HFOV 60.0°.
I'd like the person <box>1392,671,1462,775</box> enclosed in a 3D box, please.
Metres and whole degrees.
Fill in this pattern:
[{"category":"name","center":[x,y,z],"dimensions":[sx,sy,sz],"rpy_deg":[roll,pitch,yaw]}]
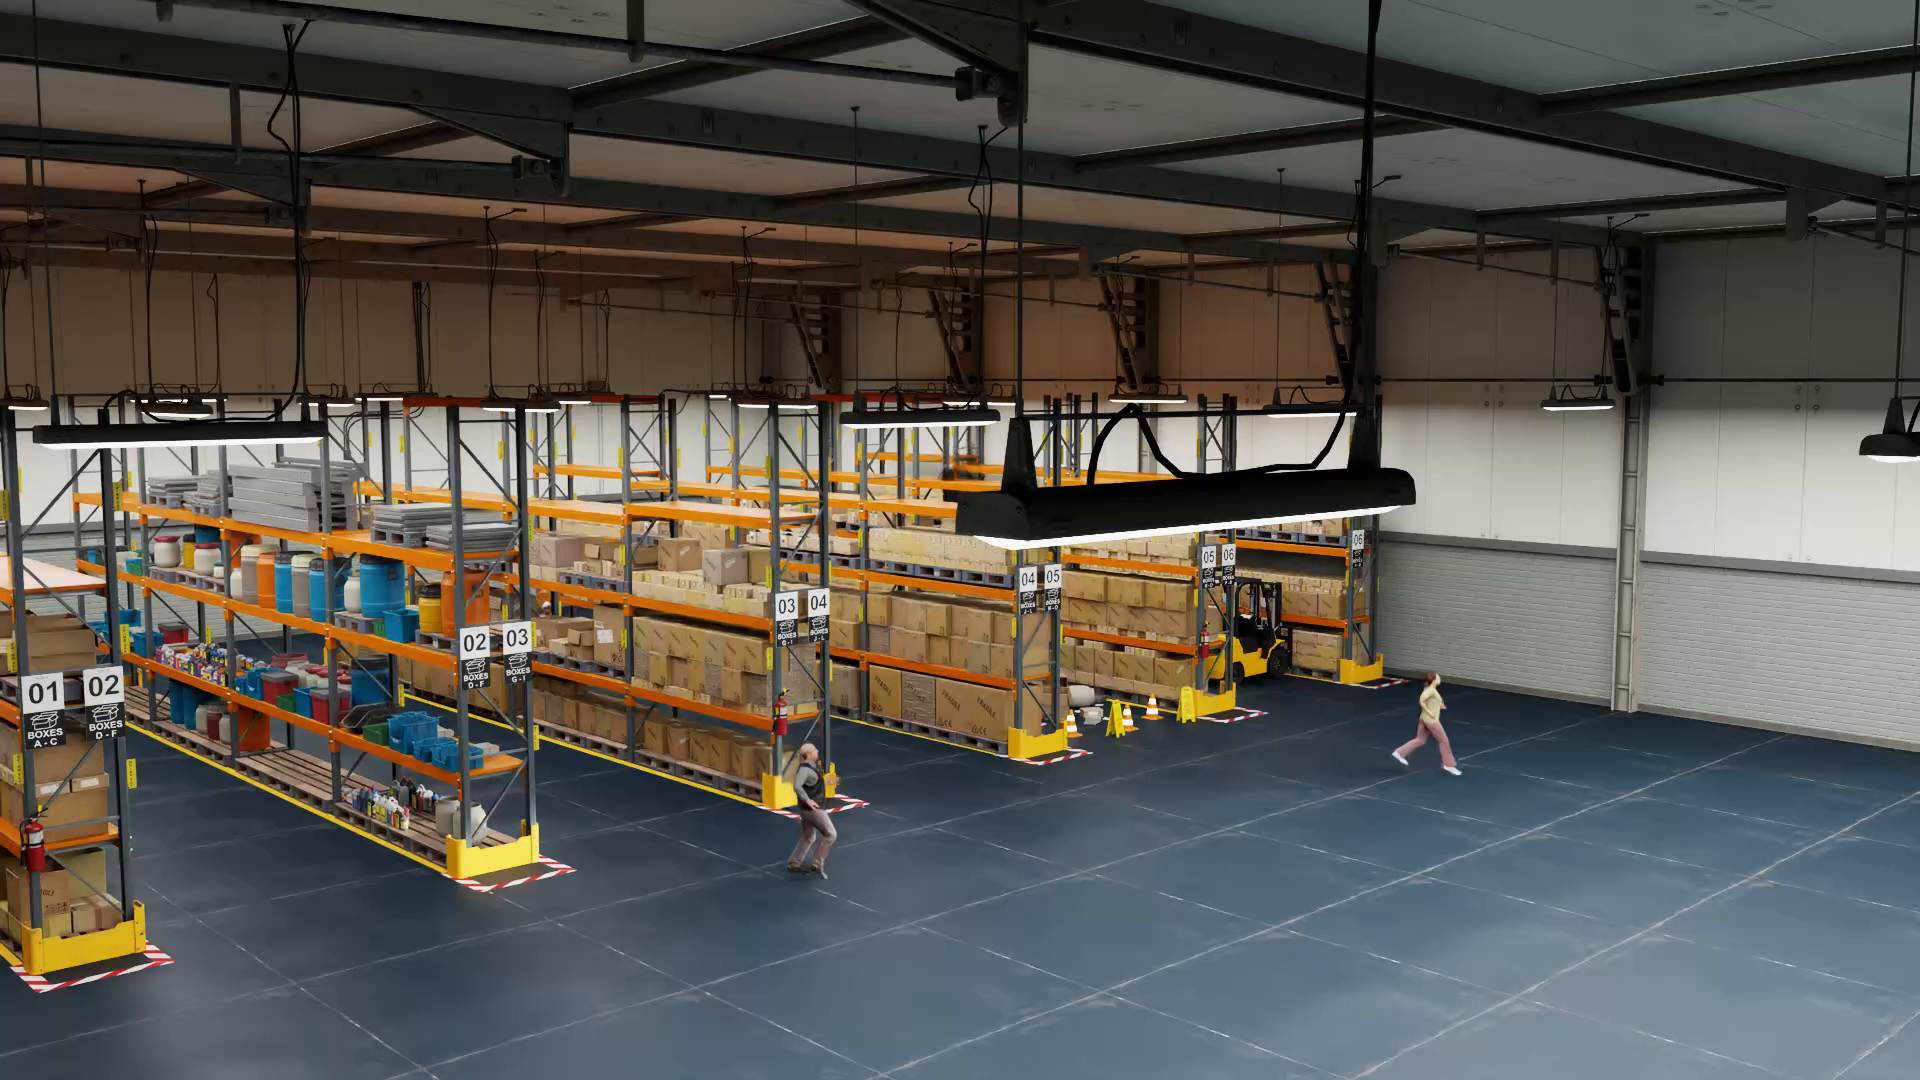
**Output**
[{"category":"person","center":[7.499,2.933,26.691],"dimensions":[1.109,1.674,0.543],"rpy_deg":[0,6,-4]}]

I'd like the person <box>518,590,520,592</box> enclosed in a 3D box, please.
[{"category":"person","center":[-9.885,1.928,37.418],"dimensions":[0.683,1.611,0.657],"rpy_deg":[-5,7,-40]}]

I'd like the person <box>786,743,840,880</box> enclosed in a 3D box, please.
[{"category":"person","center":[-1.856,3.447,21.094],"dimensions":[0.701,1.761,0.637],"rpy_deg":[-1,6,-14]}]

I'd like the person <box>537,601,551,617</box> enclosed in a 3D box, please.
[{"category":"person","center":[-8.491,2.143,34.094],"dimensions":[0.996,1.790,0.666],"rpy_deg":[5,7,41]}]
